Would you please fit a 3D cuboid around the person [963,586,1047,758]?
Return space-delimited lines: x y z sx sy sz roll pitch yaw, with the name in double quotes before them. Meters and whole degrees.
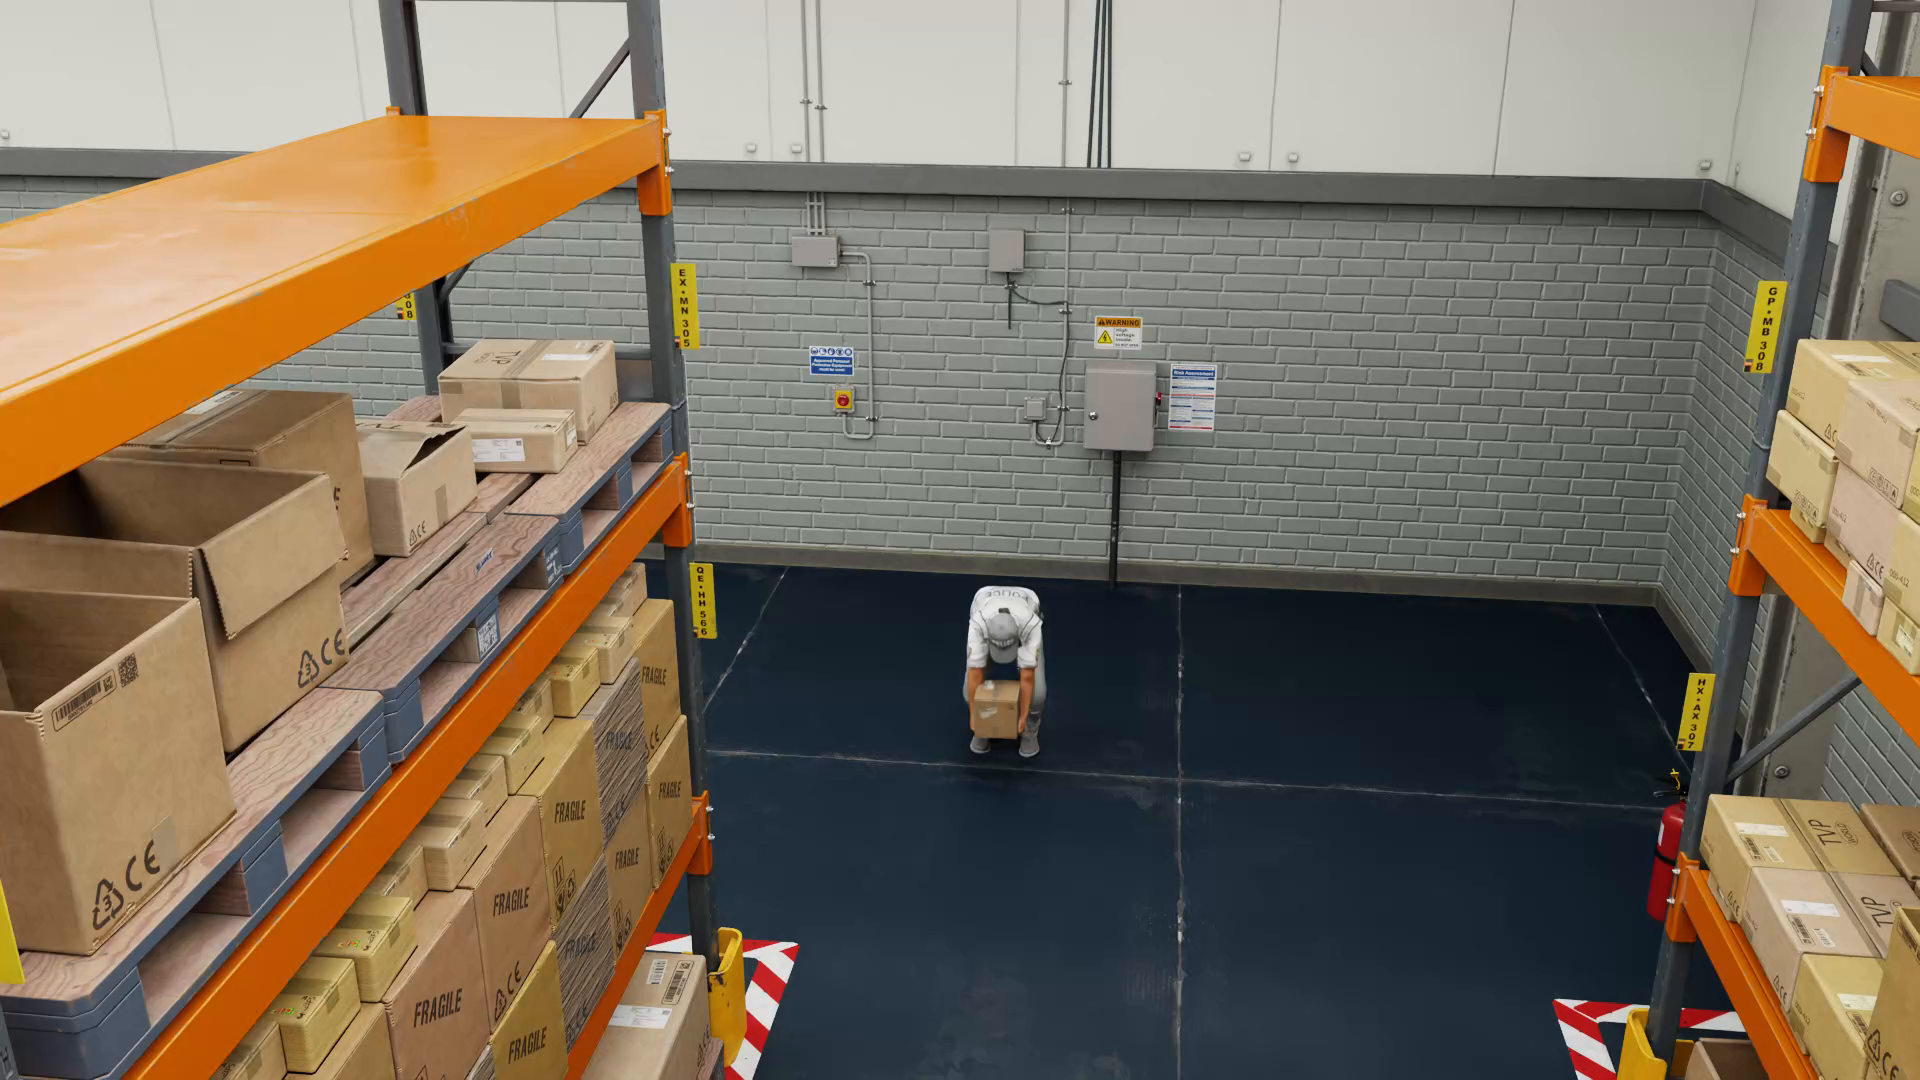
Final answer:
"person" 0.262 0.802 9.795 0.501 1.111 0.929 2 21 4
